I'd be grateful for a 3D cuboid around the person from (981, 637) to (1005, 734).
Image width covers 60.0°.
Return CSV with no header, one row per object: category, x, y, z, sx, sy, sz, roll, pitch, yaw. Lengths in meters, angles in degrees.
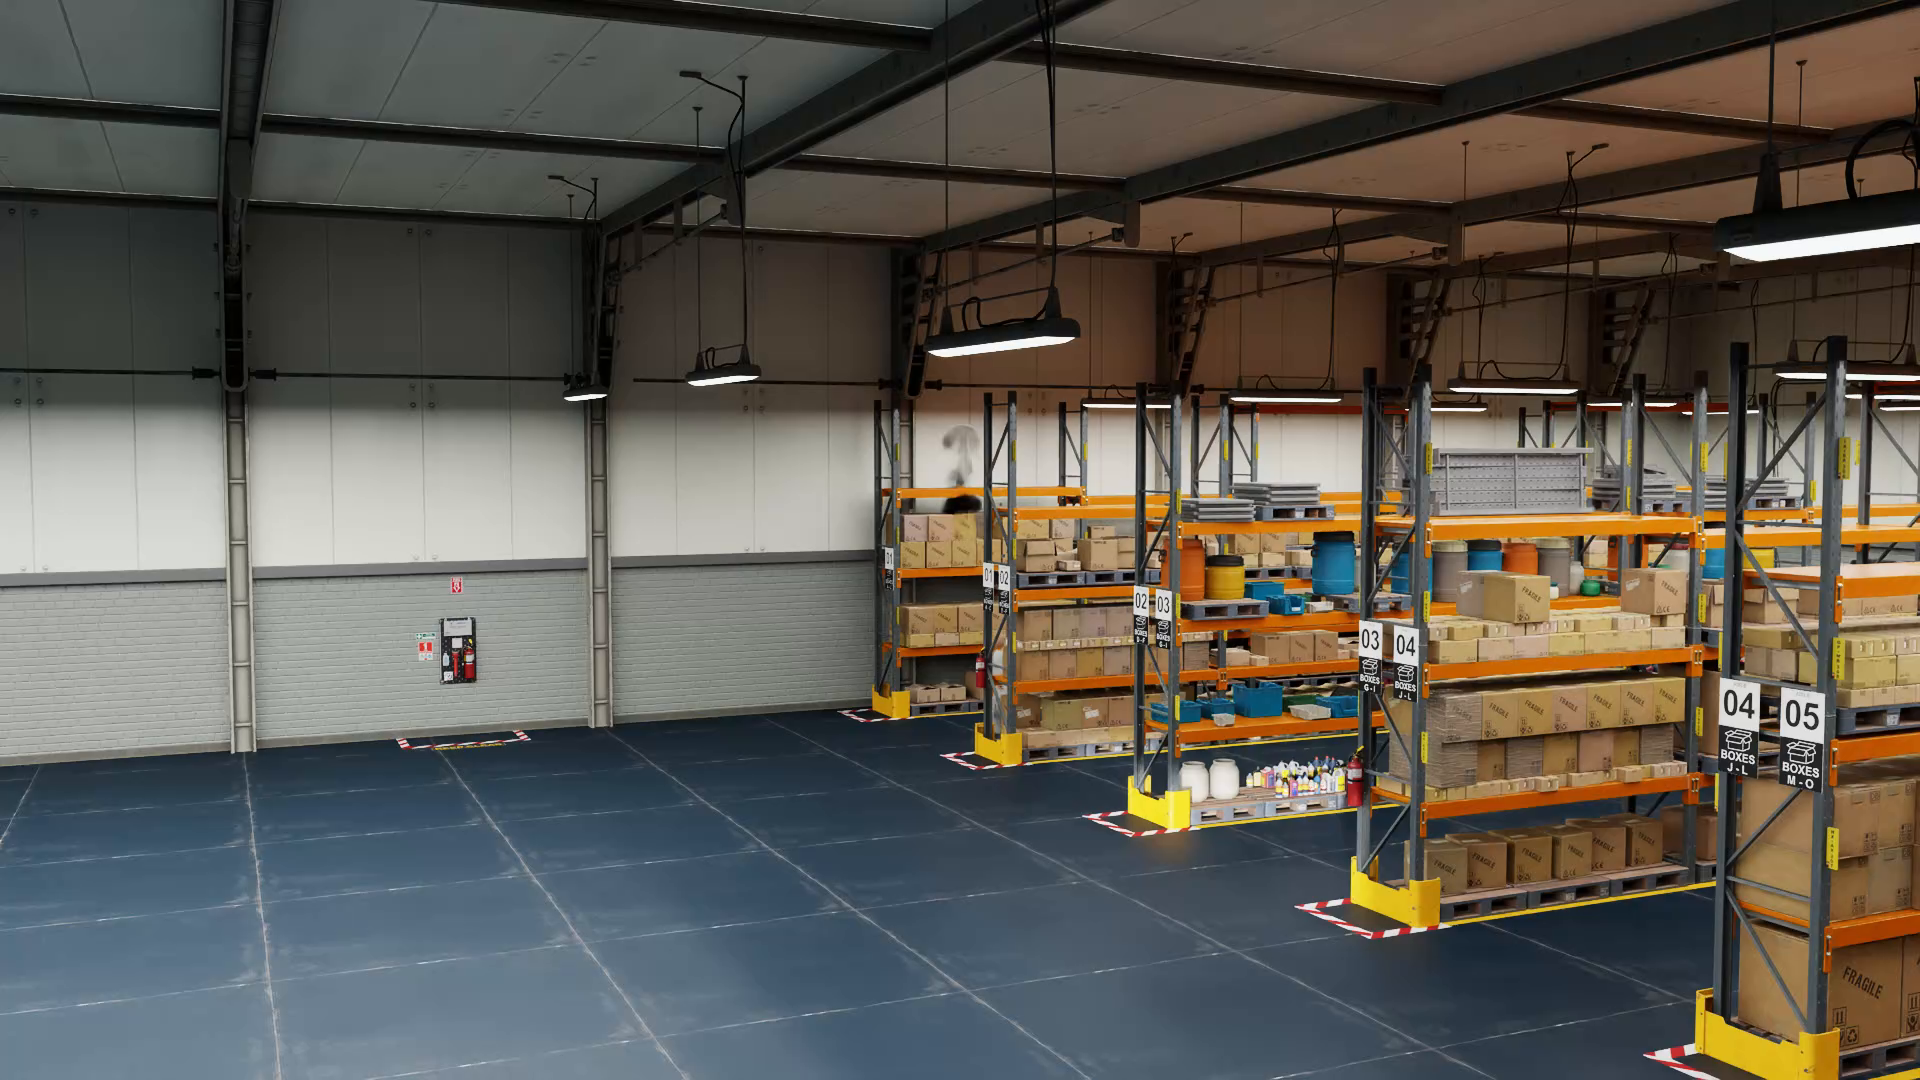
person,0.649,2.591,29.417,0.713,1.748,0.723,-2,4,-35
